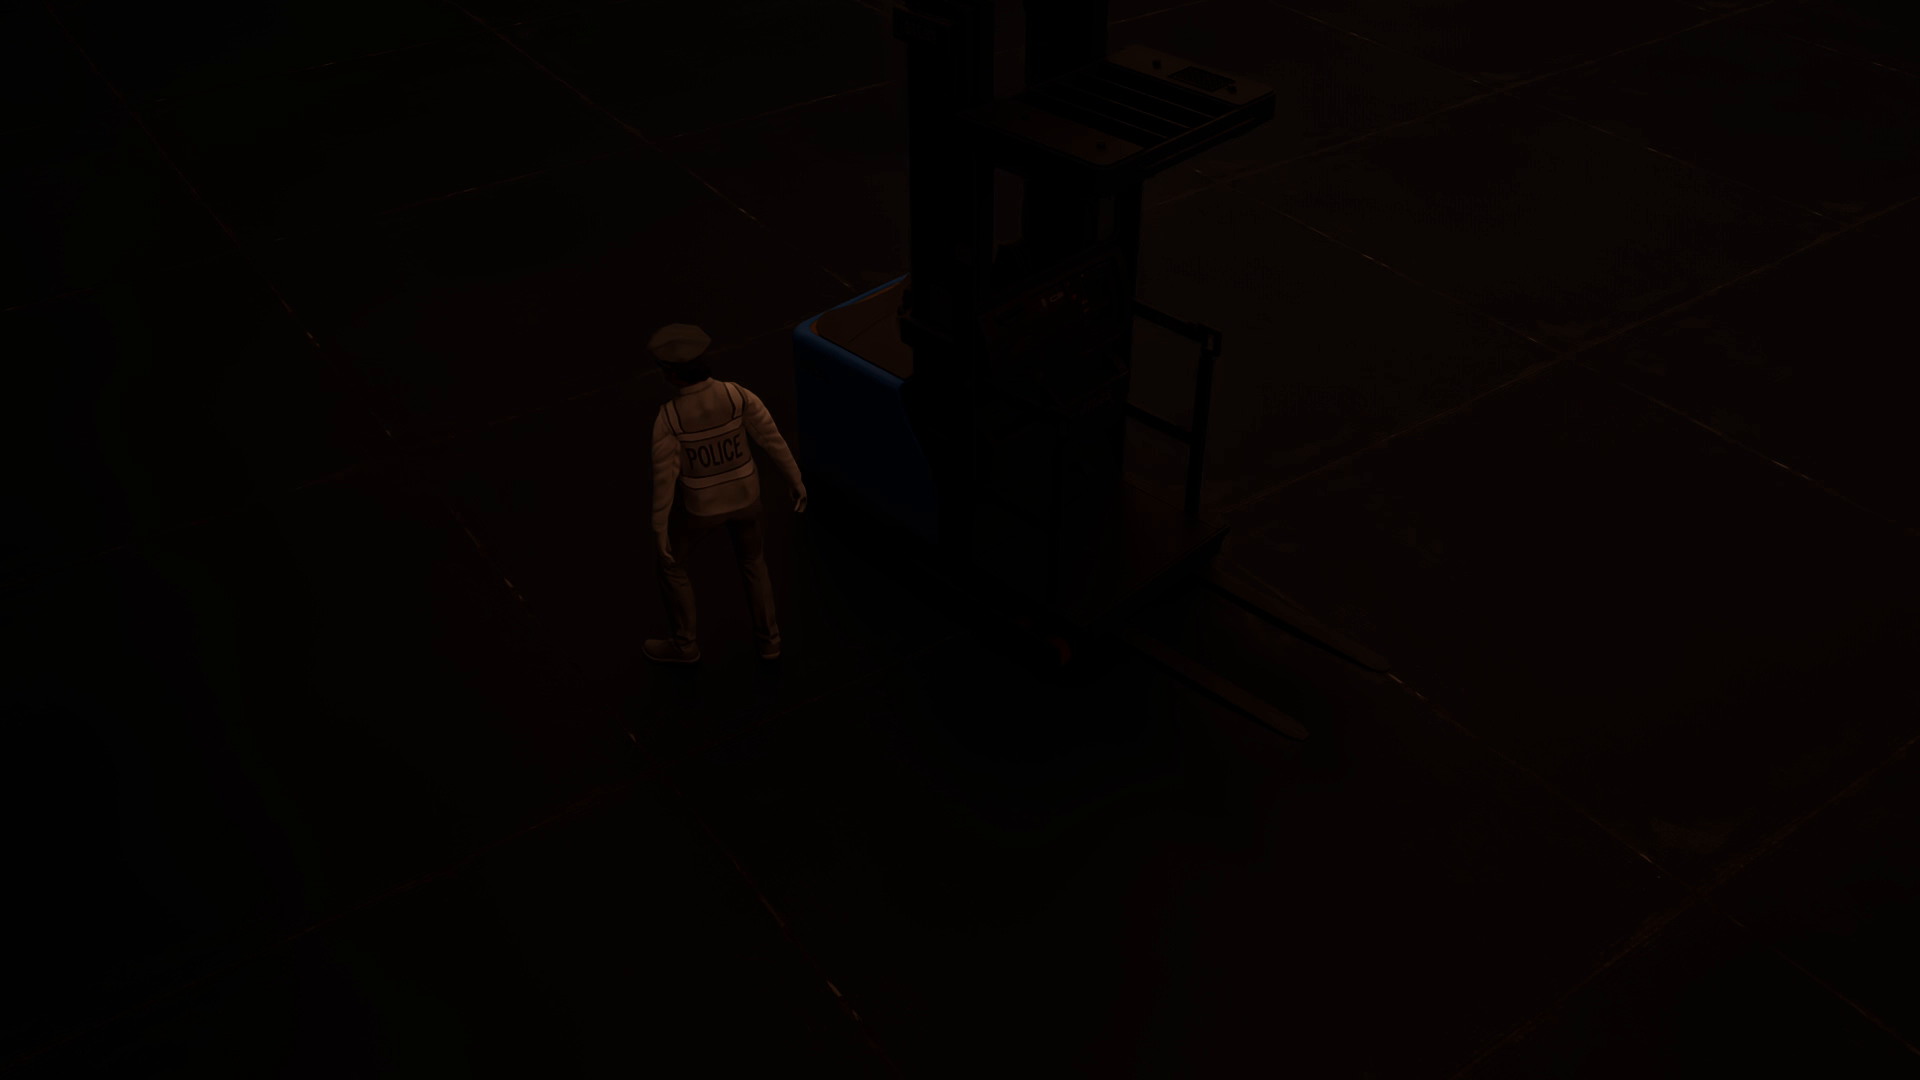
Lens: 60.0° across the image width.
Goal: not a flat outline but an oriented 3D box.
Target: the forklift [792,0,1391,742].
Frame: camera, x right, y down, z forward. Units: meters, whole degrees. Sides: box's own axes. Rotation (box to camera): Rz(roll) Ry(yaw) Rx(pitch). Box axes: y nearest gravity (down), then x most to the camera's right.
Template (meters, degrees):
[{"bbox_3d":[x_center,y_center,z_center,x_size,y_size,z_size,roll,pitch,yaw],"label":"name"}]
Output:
[{"bbox_3d":[0.576,-0.933,7.207,3.031,2.935,1.130,30,46,34],"label":"forklift"}]

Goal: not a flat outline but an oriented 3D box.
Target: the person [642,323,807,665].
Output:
[{"bbox_3d":[-1.064,-0.154,7.282,0.796,1.642,0.417,-15,39,-19],"label":"person"}]
